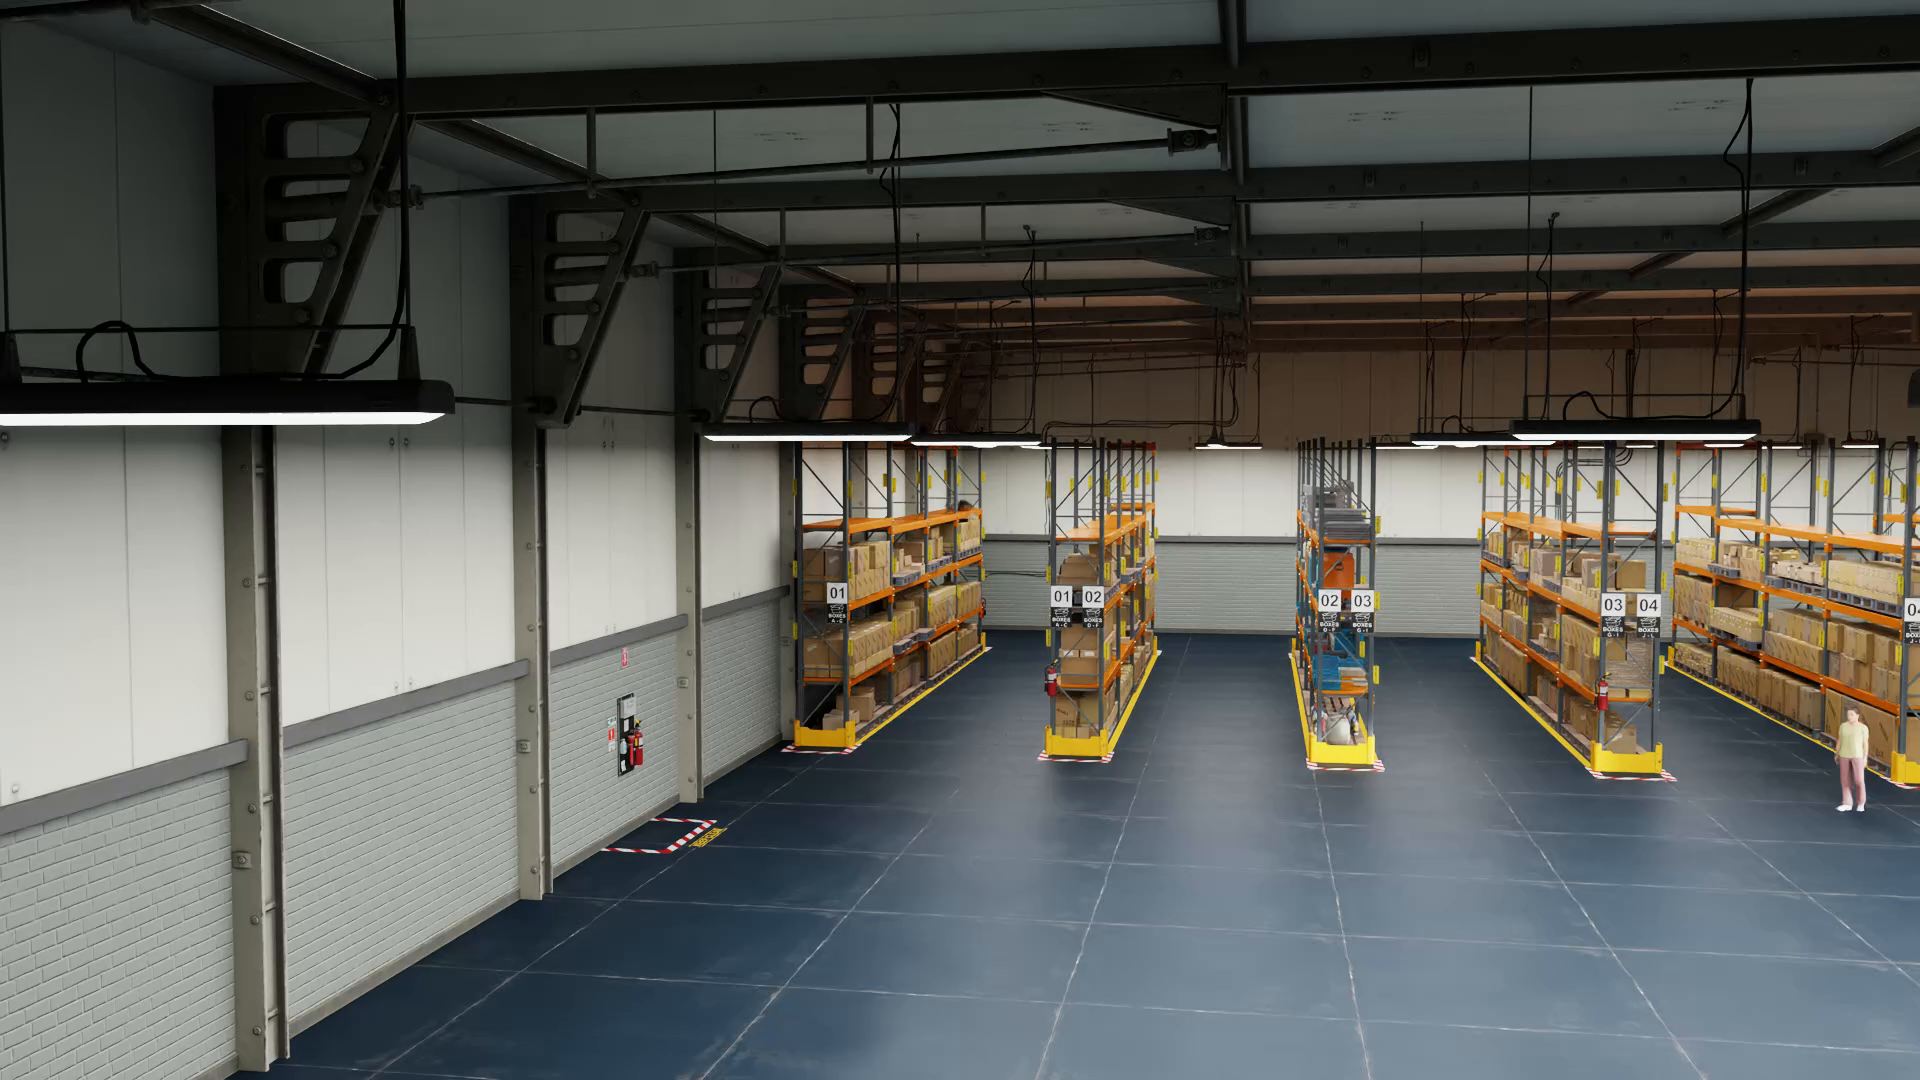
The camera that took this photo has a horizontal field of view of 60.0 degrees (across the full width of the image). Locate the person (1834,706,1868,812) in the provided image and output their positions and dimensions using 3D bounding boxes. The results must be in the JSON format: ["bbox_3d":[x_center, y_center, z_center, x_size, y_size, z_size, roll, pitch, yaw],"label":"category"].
[{"bbox_3d":[14.200,3.478,26.521,0.455,1.673,0.472,-3,4,-43],"label":"person"}]
